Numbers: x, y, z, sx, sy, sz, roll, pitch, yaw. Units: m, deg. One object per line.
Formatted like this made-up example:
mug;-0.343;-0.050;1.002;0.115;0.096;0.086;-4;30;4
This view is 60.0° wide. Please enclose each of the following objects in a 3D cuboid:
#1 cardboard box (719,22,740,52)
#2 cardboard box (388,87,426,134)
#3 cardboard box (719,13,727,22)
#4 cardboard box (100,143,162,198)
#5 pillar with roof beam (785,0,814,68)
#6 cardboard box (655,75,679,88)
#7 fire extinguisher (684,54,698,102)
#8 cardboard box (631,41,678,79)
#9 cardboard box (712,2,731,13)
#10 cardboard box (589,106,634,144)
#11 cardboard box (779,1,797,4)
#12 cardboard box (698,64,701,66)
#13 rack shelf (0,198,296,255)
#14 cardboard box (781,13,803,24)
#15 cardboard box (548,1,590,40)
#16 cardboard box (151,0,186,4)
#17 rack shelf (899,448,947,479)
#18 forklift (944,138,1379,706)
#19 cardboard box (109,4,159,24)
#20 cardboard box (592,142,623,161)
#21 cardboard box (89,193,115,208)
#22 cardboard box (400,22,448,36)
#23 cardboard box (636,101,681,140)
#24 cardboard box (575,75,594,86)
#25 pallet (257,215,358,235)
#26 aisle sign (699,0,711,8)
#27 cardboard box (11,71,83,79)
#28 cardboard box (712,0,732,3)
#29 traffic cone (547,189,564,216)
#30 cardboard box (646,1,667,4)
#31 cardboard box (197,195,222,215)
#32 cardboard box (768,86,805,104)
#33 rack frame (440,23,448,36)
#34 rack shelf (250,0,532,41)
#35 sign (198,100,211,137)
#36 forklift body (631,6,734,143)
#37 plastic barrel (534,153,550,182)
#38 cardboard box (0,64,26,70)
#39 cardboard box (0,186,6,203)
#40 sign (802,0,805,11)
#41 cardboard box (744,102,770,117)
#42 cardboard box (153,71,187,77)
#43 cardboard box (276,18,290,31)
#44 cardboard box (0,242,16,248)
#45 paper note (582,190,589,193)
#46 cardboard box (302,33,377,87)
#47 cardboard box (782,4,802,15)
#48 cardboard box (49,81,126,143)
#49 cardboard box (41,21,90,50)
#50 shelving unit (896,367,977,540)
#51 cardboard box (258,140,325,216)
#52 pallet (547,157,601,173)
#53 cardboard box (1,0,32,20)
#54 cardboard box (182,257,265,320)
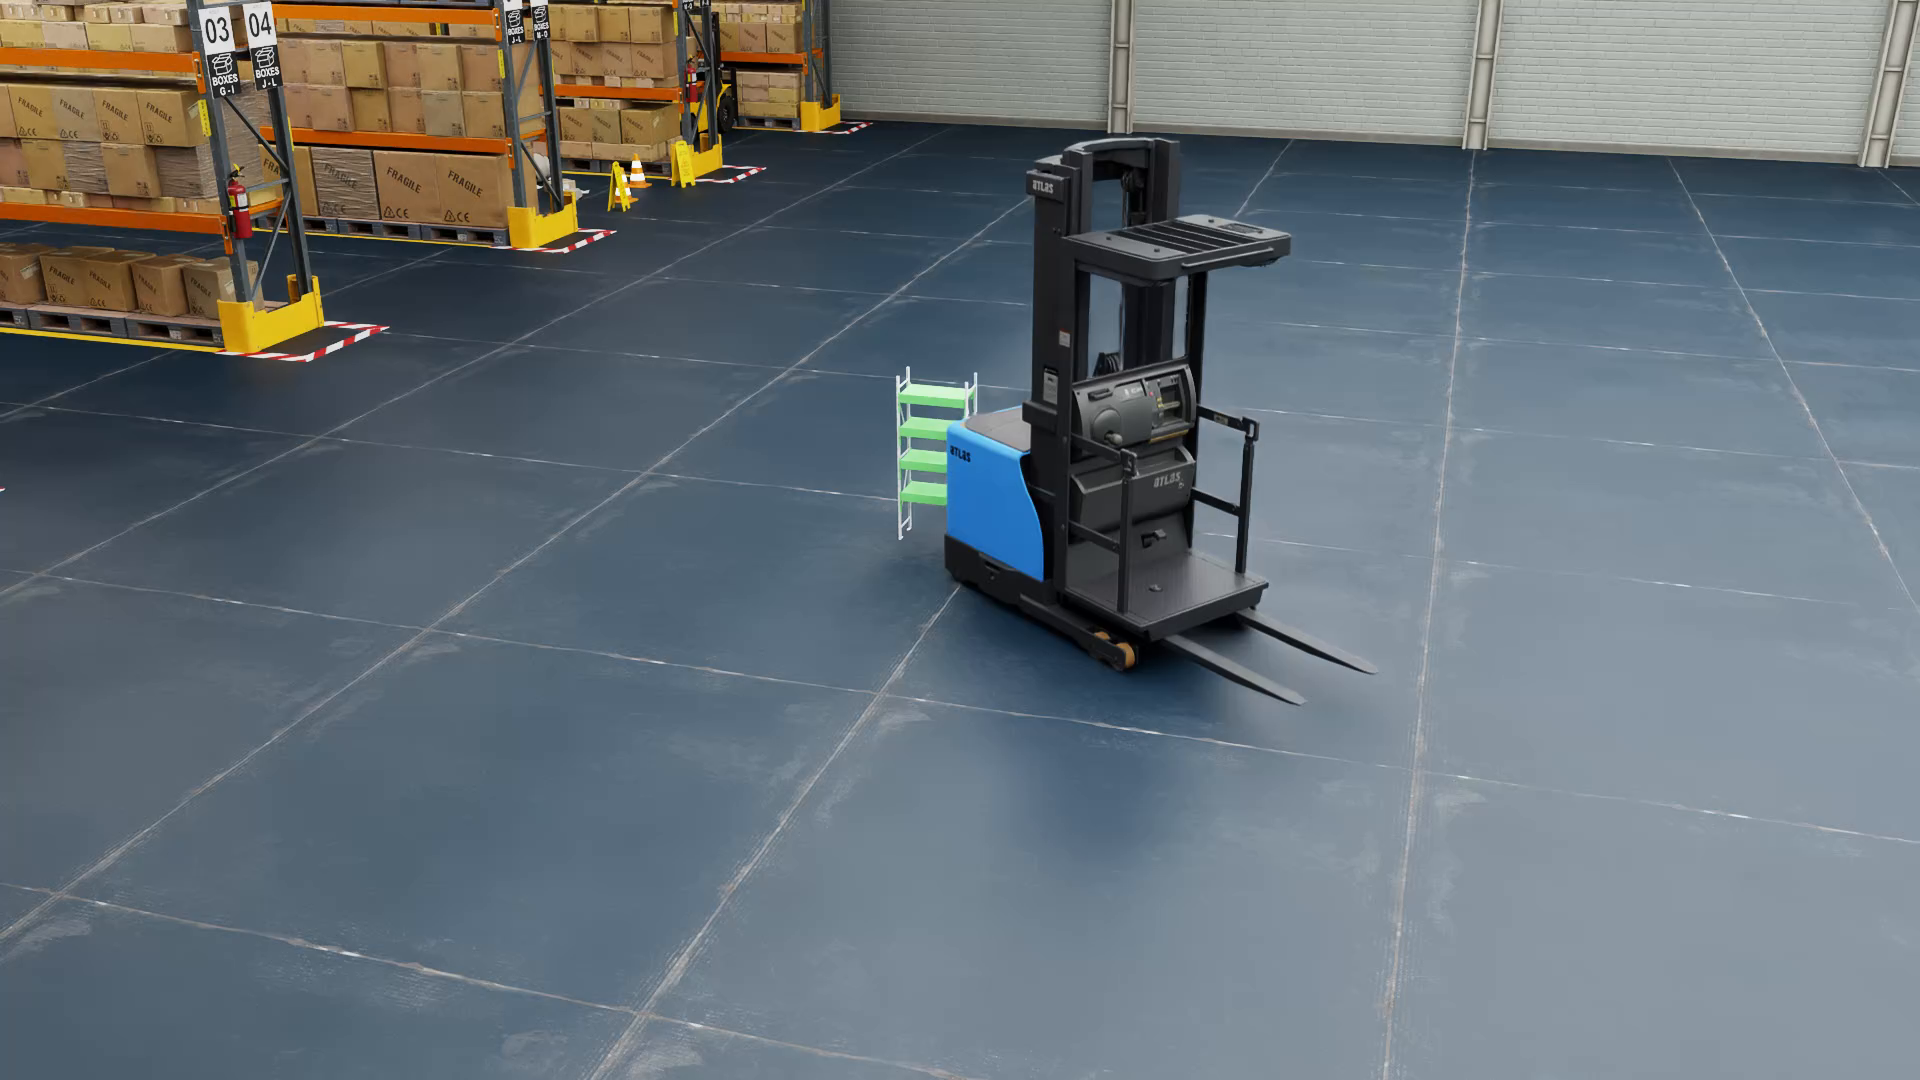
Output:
cardboard box;-4.052;-8.947;29.497;0.500;0.500;0.500;6;23;14
cardboard box;-6.684;-5.465;20.944;0.550;0.550;0.875;7;23;16
cardboard box;-4.168;-9.240;29.357;0.250;0.149;0.380;7;23;16
cardboard box;-7.845;-3.687;16.282;0.500;0.500;0.875;7;23;16
pillar with roof beam;-4.170;-10.441;25.366;0.400;9.000;9.100;7;23;16
cardboard box;-4.370;-6.869;24.894;0.250;0.149;0.380;7;23;17
fire extinguisher;-3.974;-6.806;24.512;0.183;0.674;0.296;7;23;16
cardboard box;-4.549;-7.165;24.762;0.500;0.500;0.500;6;23;15
cardboard box;-4.175;-9.376;29.297;0.250;0.149;0.380;7;23;17
cardboard box;-5.293;-6.340;25.356;0.500;0.500;0.500;7;23;17
cardboard box;-3.016;-9.476;29.541;0.250;0.149;0.380;7;23;17
cardboard box;-4.853;-8.555;30.426;0.500;0.250;0.500;7;23;16
rack shelf;-8.728;-3.308;16.829;4.000;0.370;1.077;7;23;16
cardboard box;-2.933;-9.108;29.036;0.250;0.149;0.380;7;23;16
cardboard box;-5.940;-7.827;25.057;0.500;0.500;0.700;6;23;15
cardboard box;-7.507;-5.085;15.934;0.250;0.149;0.380;6;23;15
rack shelf;-0.158;-0.514;11.611;0.480;0.148;0.258;7;23;16
forklift;1.188;-0.790;9.835;1.130;2.935;3.031;-16;27;-34
cardboard box;-7.678;-4.903;15.489;0.250;0.149;0.380;6;23;13
cardboard box;-5.296;-5.995;25.501;0.500;0.250;0.500;7;23;16
cardboard box;-8.347;-3.392;16.419;0.250;0.149;0.380;7;23;16
cardboard box;-8.288;-7.806;25.770;0.500;0.500;0.500;6;23;15
cardboard box;-4.666;-6.482;25.702;0.500;0.500;0.500;6;23;14
cardboard box;-5.615;-6.984;25.174;0.250;0.149;0.380;6;23;15
pallet;-8.408;-4.249;21.850;1.213;0.211;1.003;7;23;15
aisle sign;-3.801;-8.331;24.701;0.004;0.787;0.394;7;23;16
cardboard box;-9.175;-4.447;16.819;0.500;0.500;0.500;7;23;16
cardboard box;-4.252;-9.604;29.853;0.250;0.149;0.380;7;23;16
traffic cone;-5.382;-4.613;22.406;0.334;0.463;0.336;7;23;16
cardboard box;-5.390;-9.519;29.646;0.250;0.149;0.380;7;23;17
cardboard box;-7.145;-3.261;16.099;0.250;0.149;0.380;7;23;16
cardboard box;-3.076;-7.919;29.534;0.500;0.250;0.500;6;23;15
rack frame;-7.780;-7.460;26.005;0.127;3.000;1.000;7;23;16
rack shelf;-7.198;-6.487;20.626;4.000;0.370;1.077;7;23;16
sign;-6.992;-3.904;15.392;0.005;0.325;0.100;7;23;16
forklift body;-4.863;-7.978;28.386;1.214;2.155;2.313;7;23;16
plastic barrel;-6.365;-5.506;24.636;0.512;0.421;0.421;-14;26;-30
cardboard box;-12.515;-6.545;22.325;0.500;0.500;0.700;6;23;15
cardboard box;-9.571;-3.495;16.669;0.250;0.149;0.380;7;23;16
sign;-2.690;-9.275;28.592;0.005;0.325;0.100;7;23;16
cardboard box;-3.535;-7.743;29.763;0.500;0.250;0.500;7;23;15
cardboard box;-10.083;-6.268;21.648;0.500;0.500;0.700;6;23;15
cardboard box;-10.744;-8.089;26.461;0.500;0.500;0.500;8;24;18
cardboard box;-10.271;-2.839;17.480;0.500;0.500;0.500;6;23;14
paper note;-5.430;-5.029;23.989;0.142;0.019;0.148;-1;22;-3
cardboard box;-7.732;-6.040;20.921;0.550;0.550;0.875;7;23;16
cardboard box;-2.924;-9.272;29.044;0.250;0.149;0.380;7;23;16
cardboard box;-8.369;-4.147;16.086;0.500;0.500;0.500;7;23;16
cardboard box;-8.315;-4.813;15.797;0.500;0.250;0.500;7;23;17
shelving unit;-0.158;-0.573;11.587;0.503;1.200;0.258;7;23;16
cardboard box;-8.531;-4.768;21.687;0.875;0.875;0.875;7;23;16
pallet;-5.955;-5.976;26.062;1.213;0.211;1.003;7;23;16
cardboard box;-8.905;-5.070;15.897;0.250;0.149;0.380;7;23;17
cardboard box;-7.406;-2.534;16.735;0.500;0.500;0.500;11;25;25
